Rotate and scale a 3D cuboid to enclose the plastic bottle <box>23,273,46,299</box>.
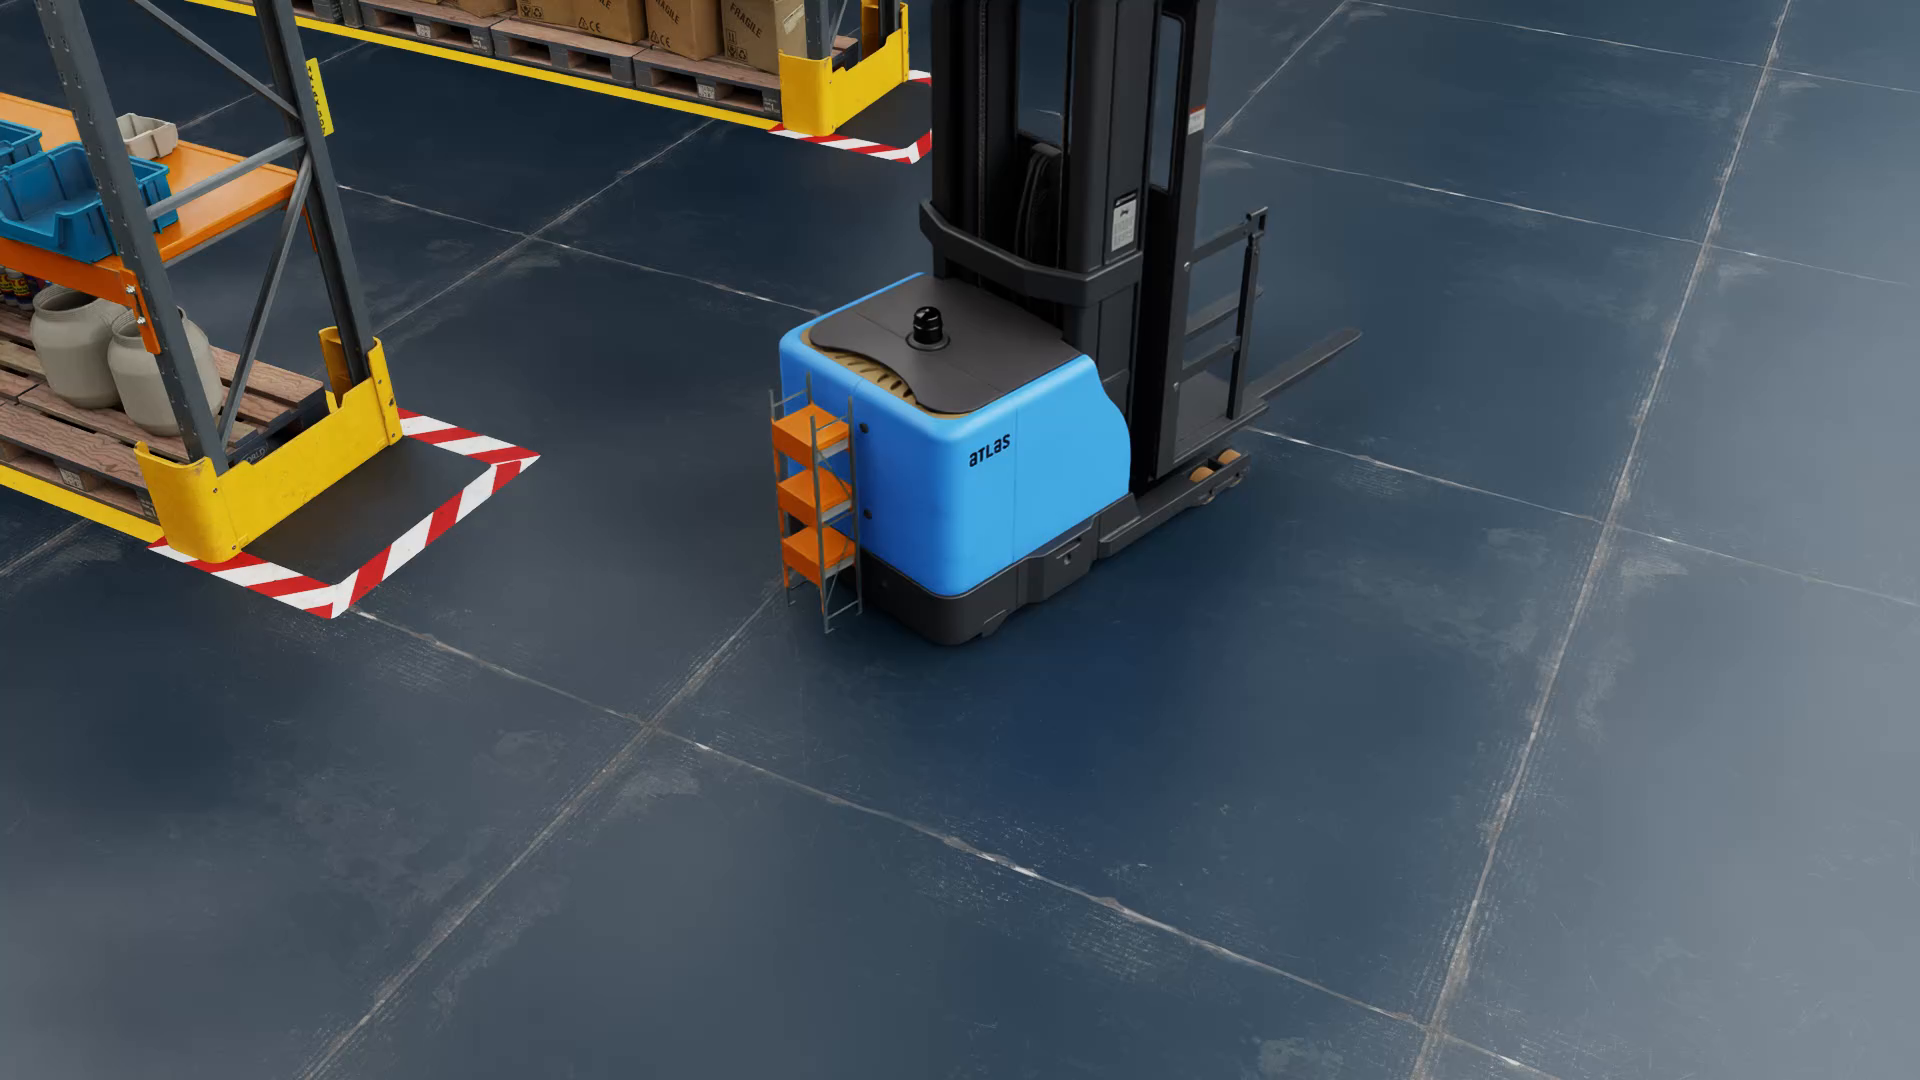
[{"bbox_3d":[-4.618,-1.282,8.341,0.133,0.283,0.061,18,41,22],"label":"plastic bottle"}]

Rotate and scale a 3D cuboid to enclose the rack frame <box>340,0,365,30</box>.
[{"bbox_3d":[-4.233,-5.216,11.641,0.127,3.000,1.000,17,41,21],"label":"rack frame"}]

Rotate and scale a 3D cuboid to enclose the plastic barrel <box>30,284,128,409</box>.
[{"bbox_3d":[-4.023,-0.903,7.668,0.421,0.512,0.421,0,37,0],"label":"plastic barrel"}]

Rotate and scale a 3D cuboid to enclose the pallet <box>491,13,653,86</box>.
[{"bbox_3d":[-2.533,-3.599,11.817,1.213,0.211,1.003,17,41,21],"label":"pallet"}]

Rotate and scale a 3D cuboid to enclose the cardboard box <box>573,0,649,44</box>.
[{"bbox_3d":[-2.322,-3.790,11.483,0.500,0.500,0.500,21,42,26],"label":"cardboard box"}]

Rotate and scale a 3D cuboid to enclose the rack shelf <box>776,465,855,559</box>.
[{"bbox_3d":[-0.561,-0.123,6.560,0.215,0.259,0.240,-30,47,-34],"label":"rack shelf"}]

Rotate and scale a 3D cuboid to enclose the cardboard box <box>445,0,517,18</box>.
[{"bbox_3d":[-3.384,-4.100,11.890,0.500,0.500,0.500,-30,47,-34],"label":"cardboard box"}]

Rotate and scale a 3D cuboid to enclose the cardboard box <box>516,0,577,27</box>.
[{"bbox_3d":[-2.797,-3.970,11.719,0.500,0.500,0.500,14,39,18],"label":"cardboard box"}]

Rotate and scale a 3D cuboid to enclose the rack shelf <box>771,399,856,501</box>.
[{"bbox_3d":[-0.561,-0.348,6.388,0.215,0.259,0.240,-30,47,-34],"label":"rack shelf"}]

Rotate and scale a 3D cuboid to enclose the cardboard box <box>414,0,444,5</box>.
[{"bbox_3d":[-3.896,-4.255,12.095,0.500,0.500,0.500,16,40,20],"label":"cardboard box"}]

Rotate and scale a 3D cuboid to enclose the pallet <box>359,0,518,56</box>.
[{"bbox_3d":[-3.620,-3.938,12.263,1.213,0.211,1.003,17,41,21],"label":"pallet"}]

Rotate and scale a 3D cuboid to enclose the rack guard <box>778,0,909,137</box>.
[{"bbox_3d":[-0.748,-3.130,10.959,0.348,0.500,1.175,17,41,21],"label":"rack guard"}]

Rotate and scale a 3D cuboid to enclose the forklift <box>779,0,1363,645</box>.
[{"bbox_3d":[0.678,-1.531,6.842,3.031,2.935,1.130,-30,47,-34],"label":"forklift"}]

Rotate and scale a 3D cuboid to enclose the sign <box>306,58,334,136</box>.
[{"bbox_3d":[-2.702,-1.849,6.976,0.005,0.325,0.100,17,41,21],"label":"sign"}]

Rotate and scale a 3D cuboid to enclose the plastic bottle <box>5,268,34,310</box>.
[{"bbox_3d":[-4.730,-1.300,8.375,0.097,0.271,0.097,0,37,0],"label":"plastic bottle"}]

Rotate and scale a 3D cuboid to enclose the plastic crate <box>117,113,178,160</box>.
[{"bbox_3d":[-3.605,-1.761,7.308,0.250,0.136,0.298,17,41,21],"label":"plastic crate"}]

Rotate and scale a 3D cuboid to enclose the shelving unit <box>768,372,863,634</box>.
[{"bbox_3d":[-0.561,-0.131,6.554,0.215,1.050,0.252,-30,47,-34],"label":"shelving unit"}]

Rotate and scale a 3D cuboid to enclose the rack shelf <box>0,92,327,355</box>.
[{"bbox_3d":[-4.735,-1.714,7.623,4.000,0.370,1.077,17,41,21],"label":"rack shelf"}]

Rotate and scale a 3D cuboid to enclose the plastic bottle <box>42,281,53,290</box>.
[{"bbox_3d":[-4.517,-1.206,8.308,0.097,0.201,0.097,0,37,0],"label":"plastic bottle"}]

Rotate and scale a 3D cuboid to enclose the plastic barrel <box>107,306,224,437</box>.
[{"bbox_3d":[-3.578,-0.763,7.485,0.421,0.512,0.421,0,37,0],"label":"plastic barrel"}]

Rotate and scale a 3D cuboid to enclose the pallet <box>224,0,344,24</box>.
[{"bbox_3d":[-4.925,-4.321,12.768,1.213,0.211,1.003,17,41,21],"label":"pallet"}]

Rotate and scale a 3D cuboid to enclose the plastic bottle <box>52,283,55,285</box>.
[{"bbox_3d":[-4.425,-1.205,8.249,0.097,0.271,0.097,0,37,0],"label":"plastic bottle"}]

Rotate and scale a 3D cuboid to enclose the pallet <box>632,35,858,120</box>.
[{"bbox_3d":[-1.454,-3.259,11.369,1.213,0.211,1.003,17,41,21],"label":"pallet"}]

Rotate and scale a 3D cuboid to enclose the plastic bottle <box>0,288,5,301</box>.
[{"bbox_3d":[-4.907,-1.328,8.469,0.097,0.201,0.097,0,37,0],"label":"plastic bottle"}]

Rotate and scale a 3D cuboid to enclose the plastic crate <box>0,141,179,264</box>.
[{"bbox_3d":[-3.541,-1.364,6.689,0.616,0.251,0.499,17,41,21],"label":"plastic crate"}]

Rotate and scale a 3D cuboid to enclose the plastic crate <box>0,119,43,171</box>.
[{"bbox_3d":[-4.115,-1.548,6.931,0.408,0.251,0.499,17,41,21],"label":"plastic crate"}]

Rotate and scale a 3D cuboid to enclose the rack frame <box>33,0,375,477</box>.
[{"bbox_3d":[-2.959,-1.445,6.673,0.127,3.000,1.000,17,41,21],"label":"rack frame"}]

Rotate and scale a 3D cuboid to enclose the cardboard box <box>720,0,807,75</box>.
[{"bbox_3d":[-1.228,-3.458,11.045,0.500,0.500,0.500,25,44,29],"label":"cardboard box"}]

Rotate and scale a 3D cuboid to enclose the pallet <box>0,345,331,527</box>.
[{"bbox_3d":[-3.767,-0.559,7.812,1.213,0.211,1.003,17,41,21],"label":"pallet"}]

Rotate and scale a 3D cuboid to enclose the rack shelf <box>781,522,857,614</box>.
[{"bbox_3d":[-0.561,0.099,6.729,0.215,0.259,0.240,-30,47,-34],"label":"rack shelf"}]

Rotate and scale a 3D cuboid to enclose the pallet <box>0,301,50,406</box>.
[{"bbox_3d":[-4.846,-0.899,8.259,1.213,0.211,1.003,17,41,21],"label":"pallet"}]

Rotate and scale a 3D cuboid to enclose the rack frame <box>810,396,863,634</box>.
[{"bbox_3d":[-0.476,-0.078,6.484,0.200,1.050,0.008,-30,47,-34],"label":"rack frame"}]

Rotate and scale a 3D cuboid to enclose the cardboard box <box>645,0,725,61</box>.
[{"bbox_3d":[-1.774,-3.606,11.240,0.500,0.500,0.500,29,46,33],"label":"cardboard box"}]

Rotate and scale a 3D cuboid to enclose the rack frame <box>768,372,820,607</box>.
[{"bbox_3d":[-0.646,-0.184,6.624,0.200,1.050,0.008,-30,47,-34],"label":"rack frame"}]

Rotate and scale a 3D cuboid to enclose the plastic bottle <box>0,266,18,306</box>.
[{"bbox_3d":[-4.819,-1.328,8.411,0.097,0.271,0.097,0,37,0],"label":"plastic bottle"}]

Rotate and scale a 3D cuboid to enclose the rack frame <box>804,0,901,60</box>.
[{"bbox_3d":[-0.681,-4.104,10.176,0.127,3.000,1.000,17,41,21],"label":"rack frame"}]

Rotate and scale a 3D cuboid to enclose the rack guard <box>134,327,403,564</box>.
[{"bbox_3d":[-3.048,-0.445,7.423,0.348,0.500,1.175,17,41,21],"label":"rack guard"}]
